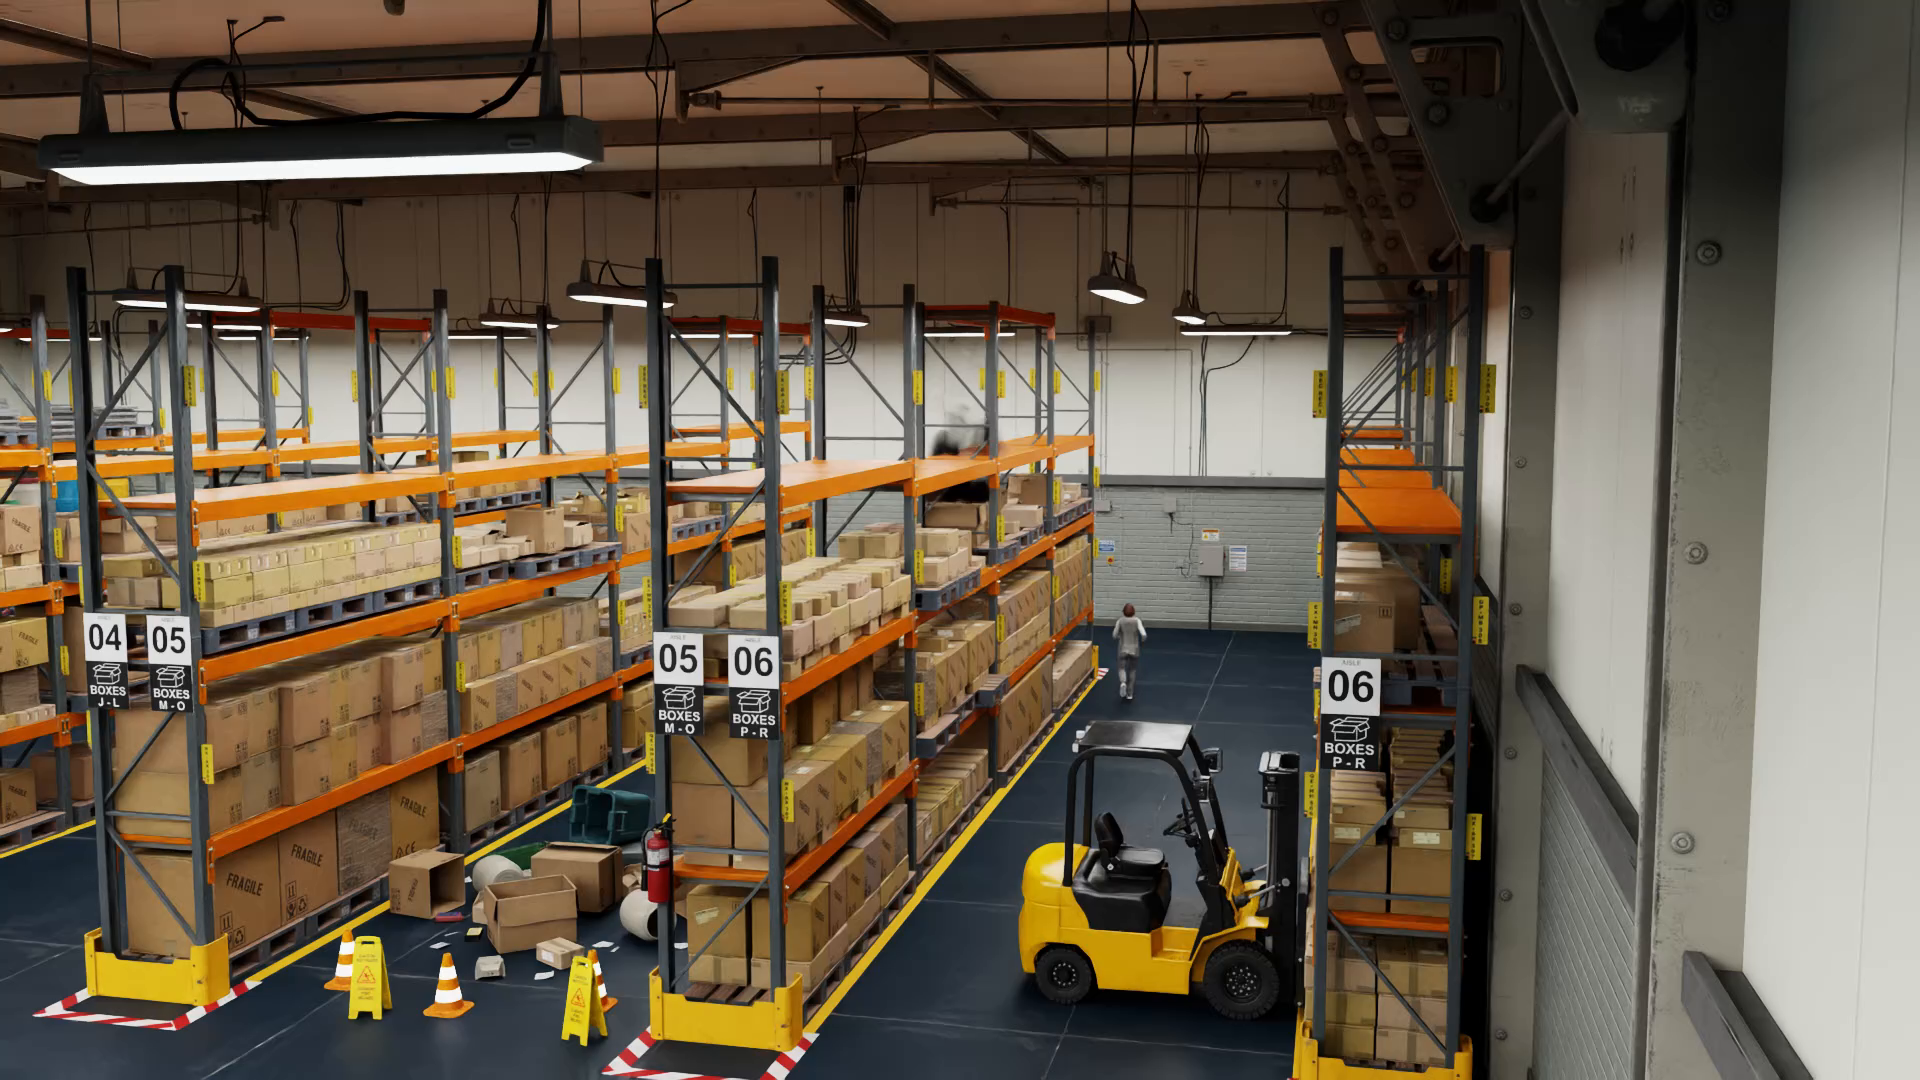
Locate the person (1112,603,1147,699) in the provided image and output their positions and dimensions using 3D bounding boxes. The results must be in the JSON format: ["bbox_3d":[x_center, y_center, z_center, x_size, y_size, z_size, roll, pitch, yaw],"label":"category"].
[{"bbox_3d":[2.655,1.756,26.060,0.544,1.556,0.705,1,6,7],"label":"person"}]
